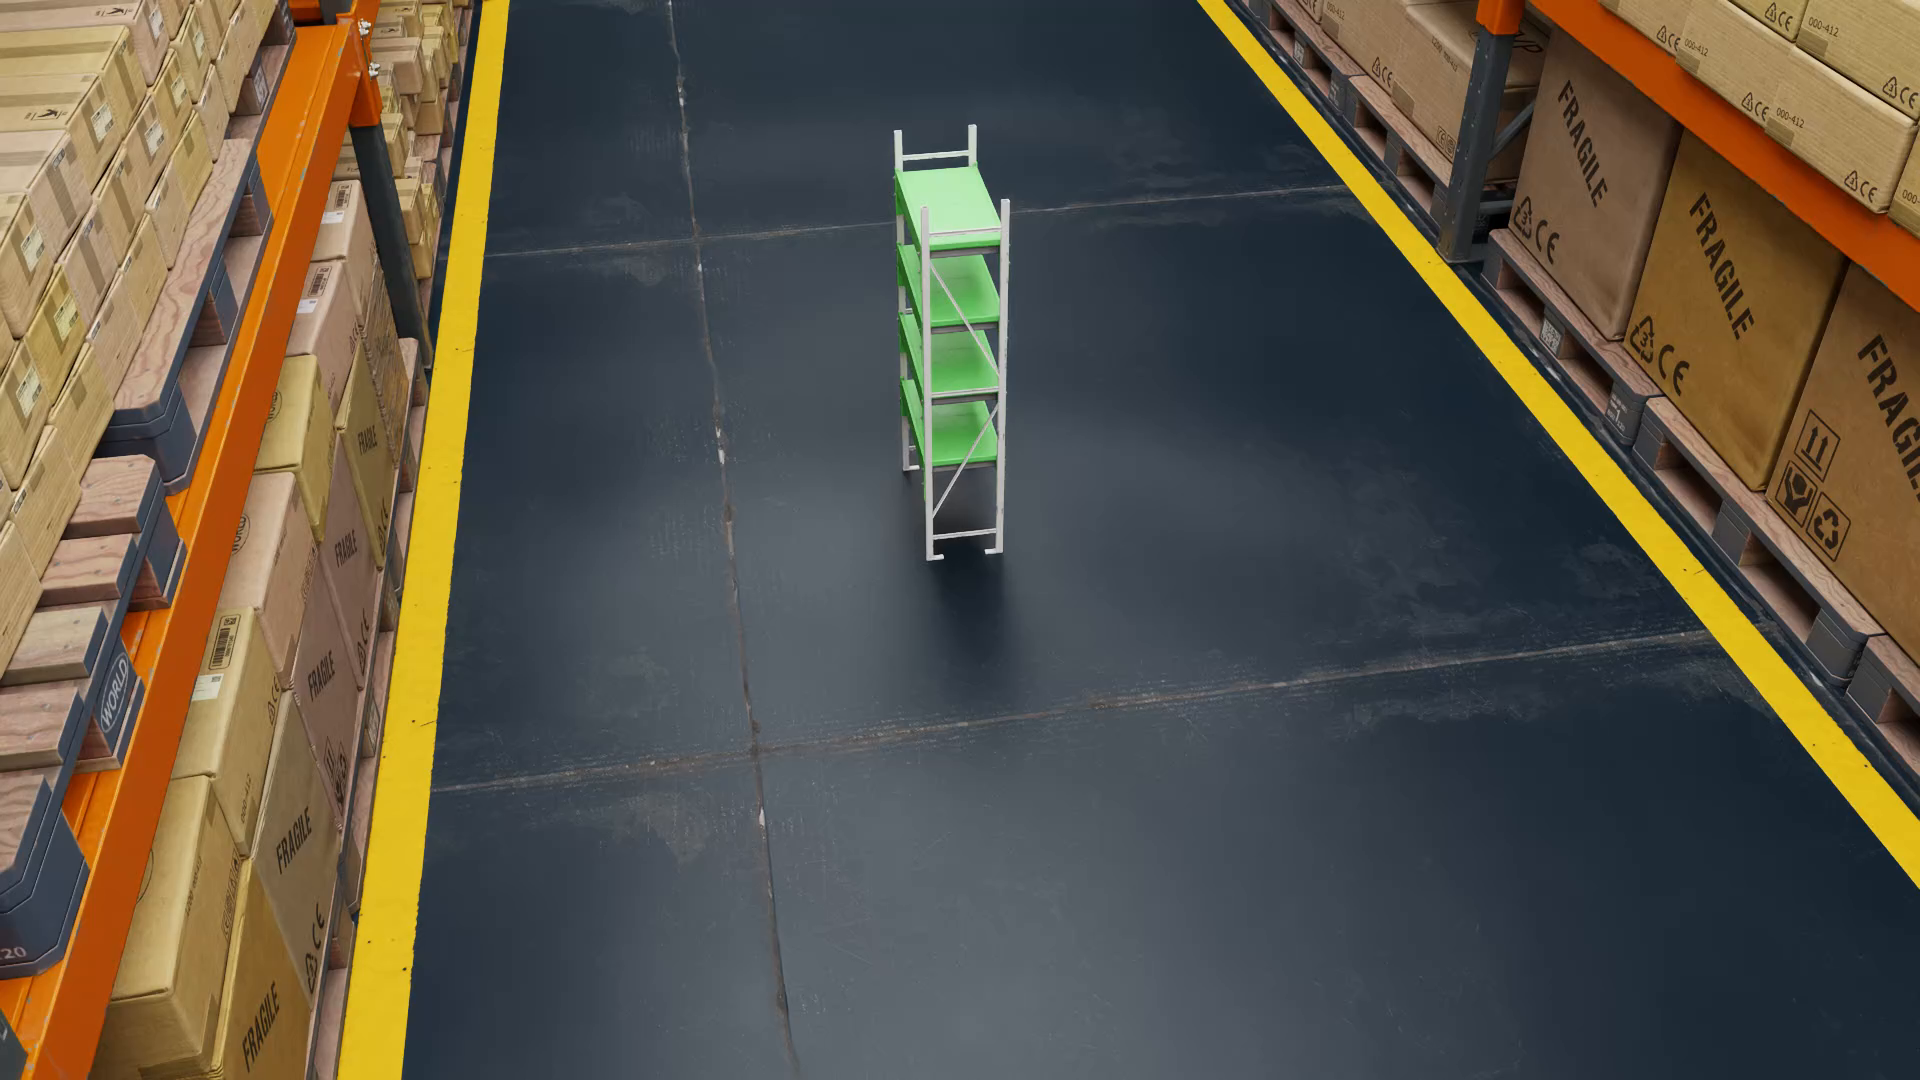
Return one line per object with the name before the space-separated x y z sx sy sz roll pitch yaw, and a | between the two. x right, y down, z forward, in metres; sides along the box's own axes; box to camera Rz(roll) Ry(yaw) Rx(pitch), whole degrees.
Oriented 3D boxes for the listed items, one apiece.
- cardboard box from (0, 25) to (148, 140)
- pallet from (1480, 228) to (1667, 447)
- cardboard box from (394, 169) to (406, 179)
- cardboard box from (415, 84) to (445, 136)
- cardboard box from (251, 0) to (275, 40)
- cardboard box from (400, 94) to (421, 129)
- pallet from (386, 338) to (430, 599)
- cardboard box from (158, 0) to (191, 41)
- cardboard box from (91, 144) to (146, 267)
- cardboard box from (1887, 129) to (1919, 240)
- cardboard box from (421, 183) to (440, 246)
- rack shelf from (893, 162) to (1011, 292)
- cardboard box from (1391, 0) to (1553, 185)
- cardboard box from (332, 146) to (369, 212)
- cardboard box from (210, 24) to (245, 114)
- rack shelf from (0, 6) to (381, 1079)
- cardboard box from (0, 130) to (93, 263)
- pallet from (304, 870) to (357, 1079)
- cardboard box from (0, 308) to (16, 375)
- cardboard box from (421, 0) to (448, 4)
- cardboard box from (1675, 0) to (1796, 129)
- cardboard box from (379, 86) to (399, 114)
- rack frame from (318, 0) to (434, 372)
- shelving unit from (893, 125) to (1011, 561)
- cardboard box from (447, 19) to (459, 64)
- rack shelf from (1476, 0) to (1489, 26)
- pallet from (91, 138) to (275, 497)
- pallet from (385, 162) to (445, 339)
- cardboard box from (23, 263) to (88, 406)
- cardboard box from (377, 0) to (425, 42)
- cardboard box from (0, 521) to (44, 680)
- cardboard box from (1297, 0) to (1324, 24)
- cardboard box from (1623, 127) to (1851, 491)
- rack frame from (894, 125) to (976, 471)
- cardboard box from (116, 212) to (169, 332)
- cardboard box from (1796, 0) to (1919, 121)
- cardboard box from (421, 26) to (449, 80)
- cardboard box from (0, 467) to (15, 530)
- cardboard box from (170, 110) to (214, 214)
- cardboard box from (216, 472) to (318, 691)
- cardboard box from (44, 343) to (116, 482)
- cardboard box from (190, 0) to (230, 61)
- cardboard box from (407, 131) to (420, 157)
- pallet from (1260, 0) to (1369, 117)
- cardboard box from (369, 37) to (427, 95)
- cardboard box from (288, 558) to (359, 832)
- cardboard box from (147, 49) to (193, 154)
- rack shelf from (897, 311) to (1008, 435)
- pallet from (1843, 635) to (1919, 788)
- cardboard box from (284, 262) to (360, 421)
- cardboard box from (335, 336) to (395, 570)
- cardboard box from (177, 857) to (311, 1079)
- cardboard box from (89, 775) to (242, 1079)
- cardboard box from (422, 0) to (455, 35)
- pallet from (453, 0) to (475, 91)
cardboard box | -1.882 -0.911 3.355 0.380 0.149 0.250 -7 38 -9
pallet | 2.644 -0.815 6.127 1.003 0.211 1.213 -6 38 -8
cardboard box | -2.302 -1.335 6.262 0.380 0.149 0.250 -6 38 -8
cardboard box | -2.436 -1.855 7.174 0.380 0.149 0.250 -7 38 -9
cardboard box | -2.110 -1.472 4.562 0.380 0.149 0.250 -6 38 -8
cardboard box | -2.450 -1.810 6.874 0.380 0.149 0.250 -5 38 -6
pallet | -2.283 -0.210 5.348 1.003 0.211 1.213 -6 38 -8
cardboard box | -1.981 -1.235 3.772 0.380 0.149 0.250 -7 38 -9
cardboard box | -1.834 -0.640 3.249 0.380 0.149 0.250 -7 38 -8
cardboard box | 2.614 -0.789 3.943 0.500 0.250 0.500 -7 38 -8
cardboard box | -2.215 -1.236 6.377 0.380 0.149 0.250 -5 38 -7
rack shelf | -0.029 -0.902 4.755 0.258 0.148 0.480 -6 38 -8
cardboard box | 2.430 -1.919 7.021 0.875 0.438 0.875 -7 38 -9
cardboard box | -2.278 -1.286 5.957 0.380 0.149 0.250 -5 38 -6
cardboard box | -2.025 -1.170 4.173 0.380 0.149 0.250 -8 39 -10
rack shelf | -2.071 -0.289 3.763 1.077 0.370 4.000 -6 38 -8
cardboard box | -1.794 -0.600 2.955 0.380 0.149 0.250 -5 38 -6
pallet | -1.855 1.264 3.451 1.003 0.211 1.213 -6 38 -8
cardboard box | -1.699 -0.277 2.539 0.380 0.149 0.250 -6 38 -8
cardboard box | -2.537 -2.559 7.596 0.380 0.149 0.250 -5 38 -6
cardboard box | 2.418 -1.397 4.726 0.500 0.250 0.500 -7 38 -8
cardboard box | -2.360 -1.606 6.369 0.380 0.149 0.250 -7 38 -9
rack frame | -2.421 -1.781 5.097 1.000 3.000 0.127 -6 38 -8
shelving unit | -0.029 -0.574 5.011 0.258 1.200 0.503 -6 38 -8
cardboard box | -2.556 -2.333 7.790 0.380 0.149 0.250 -8 39 -10
rack shelf | 2.084 -3.298 7.637 1.077 0.370 4.000 -6 38 -8
pallet | -2.107 -0.480 3.580 1.003 0.211 1.213 -6 38 -8
pallet | -2.574 -1.081 6.470 1.003 0.211 1.213 -6 38 -8
cardboard box | -1.751 -0.339 2.862 0.380 0.149 0.250 -6 38 -8
cardboard box | -2.526 -2.233 7.176 0.380 0.149 0.250 -6 38 -8
cardboard box | -1.647 0.115 2.520 0.380 0.149 0.250 -4 38 -6
cardboard box | 2.116 -3.005 8.419 0.875 0.438 0.875 -5 38 -7
cardboard box | 2.788 -0.790 5.212 0.875 0.875 0.875 -5 38 -7
rack frame | -0.072 -0.721 5.200 0.240 1.200 0.015 -6 38 -8
cardboard box | -1.834 -0.524 3.342 0.380 0.149 0.250 -6 38 -7
cardboard box | 2.506 -1.292 4.182 0.500 0.250 0.500 -7 38 -9
cardboard box | -2.450 -2.121 7.274 0.380 0.149 0.250 -6 38 -7
cardboard box | -1.657 -0.026 2.459 0.380 0.149 0.250 -4 38 -6
cardboard box | -1.925 -0.842 3.752 0.380 0.149 0.250 -5 38 -6
cardboard box | -1.766 0.111 3.746 0.500 0.250 0.500 -6 38 -8
cardboard box | -1.743 -0.211 2.939 0.380 0.149 0.250 -5 38 -6
cardboard box | -2.017 -1.272 4.062 0.380 0.149 0.250 -7 38 -9
cardboard box | -2.404 -1.529 6.754 0.380 0.149 0.250 -7 38 -9
pallet | 2.161 -2.479 8.269 1.003 0.211 1.213 -6 38 -8
cardboard box | -2.393 -1.924 6.778 0.380 0.149 0.250 -5 38 -7
cardboard box | -1.779 0.389 4.000 0.500 0.500 0.500 -7 38 -9
cardboard box | -1.922 -0.950 3.648 0.380 0.149 0.250 -6 38 -8
rack shelf | -0.029 -0.523 5.050 0.258 0.148 0.480 -6 38 -8
pallet | 3.072 0.659 4.230 1.003 0.211 1.213 -6 38 -8
cardboard box | -1.965 -0.521 4.560 0.500 0.250 0.500 -5 38 -6
cardboard box | -1.954 -0.230 4.796 0.500 0.500 0.500 -7 38 -9
cardboard box | -1.593 1.002 3.211 0.500 0.500 0.500 -8 39 -10
cardboard box | -1.602 0.718 2.965 0.500 0.250 0.500 -8 39 -10
cardboard box | -2.553 -2.441 7.686 0.380 0.149 0.250 -6 38 -7
pallet | -3.002 -2.555 8.367 1.003 0.211 1.213 -6 38 -8
